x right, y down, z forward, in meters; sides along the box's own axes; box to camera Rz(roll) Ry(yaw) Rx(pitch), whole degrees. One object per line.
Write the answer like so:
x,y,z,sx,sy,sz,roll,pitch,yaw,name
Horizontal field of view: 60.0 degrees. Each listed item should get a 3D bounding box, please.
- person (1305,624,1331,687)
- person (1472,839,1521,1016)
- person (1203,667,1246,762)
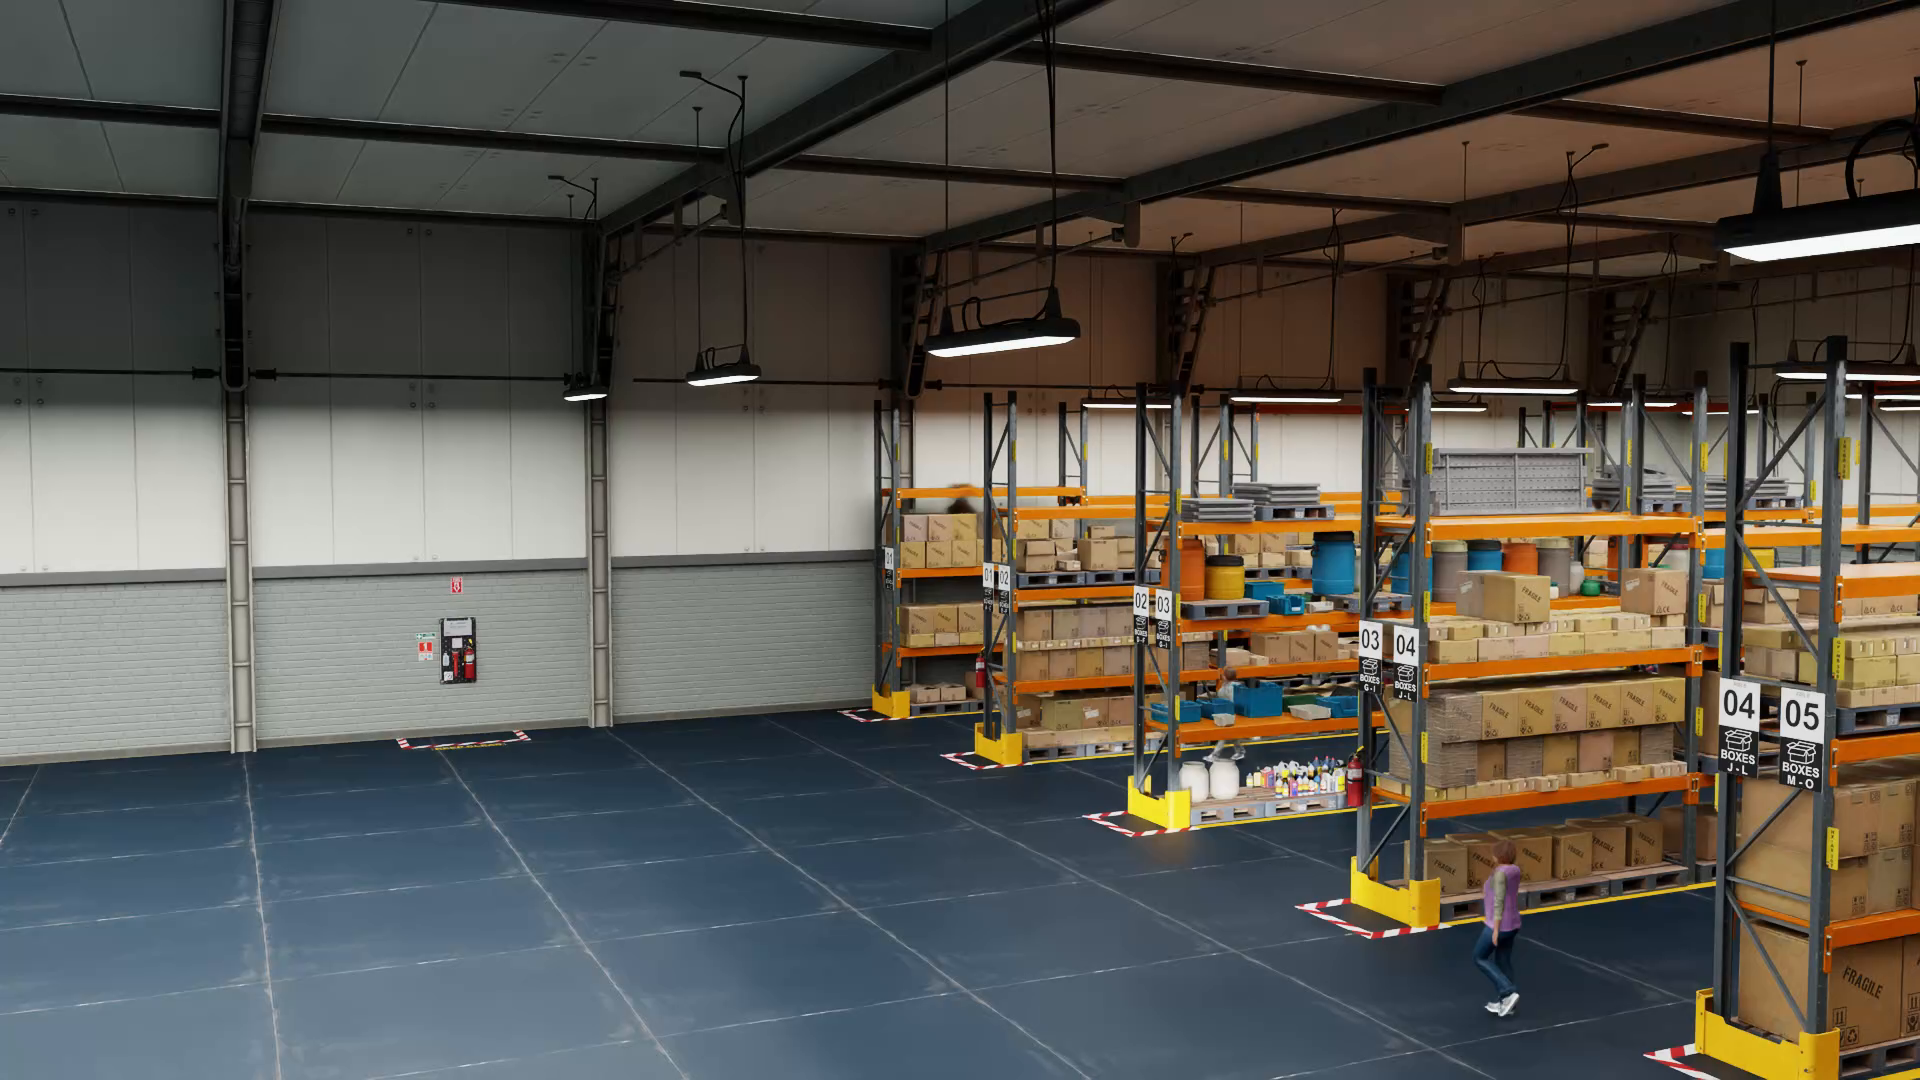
7.308,2.300,33.904,0.629,1.792,0.511,0,3,-2,person
4.858,3.476,14.943,0.407,1.599,0.451,3,4,41,person
4.227,2.812,26.737,0.999,1.538,0.475,-2,4,-28,person
